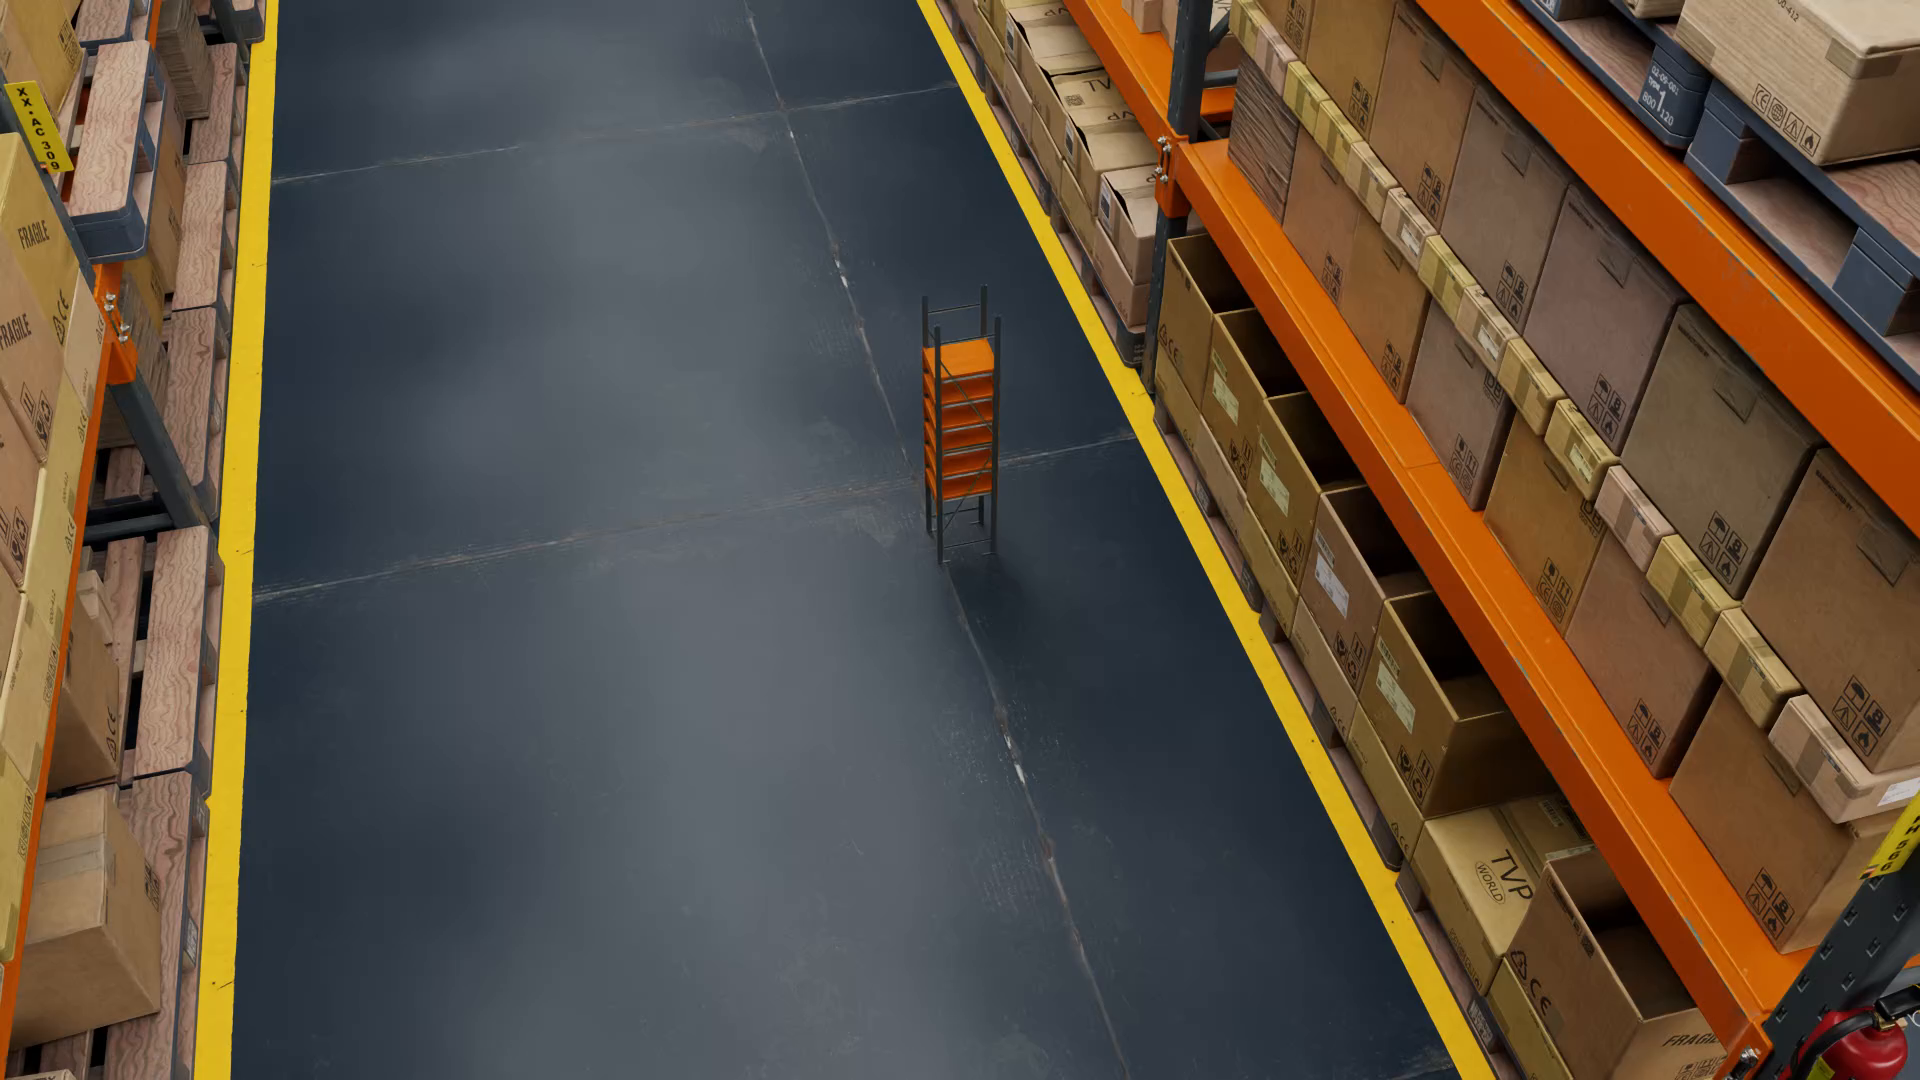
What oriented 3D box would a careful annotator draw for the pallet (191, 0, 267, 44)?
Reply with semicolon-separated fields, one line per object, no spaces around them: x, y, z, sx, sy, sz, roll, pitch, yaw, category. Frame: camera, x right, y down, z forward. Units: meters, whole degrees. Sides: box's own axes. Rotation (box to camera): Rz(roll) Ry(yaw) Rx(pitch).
-4.633;-3.258;9.795;1.003;0.211;1.213;-11;47;-10;pallet

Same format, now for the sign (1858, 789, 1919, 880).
1.803;0.541;3.143;0.100;0.325;0.005;-11;47;-10;sign

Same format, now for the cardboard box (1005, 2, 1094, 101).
0.537;-2.481;8.320;0.500;0.311;0.500;-11;47;-11;cardboard box

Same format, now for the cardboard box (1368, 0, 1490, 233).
1.685;-1.311;4.957;0.700;0.500;0.500;-11;47;-10;cardboard box

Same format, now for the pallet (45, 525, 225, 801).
-3.274;0.519;6.093;1.003;0.211;1.213;-11;47;-10;pallet

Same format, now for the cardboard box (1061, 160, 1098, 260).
0.793;-1.590;7.839;0.500;0.250;0.500;-11;47;-11;cardboard box

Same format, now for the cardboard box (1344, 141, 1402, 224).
1.451;-1.158;5.261;0.380;0.149;0.250;-12;47;-12;cardboard box

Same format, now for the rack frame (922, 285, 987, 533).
-0.020;-0.473;6.374;0.240;1.200;0.006;-11;47;-10;rack frame

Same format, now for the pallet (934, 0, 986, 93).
0.456;-3.032;9.574;1.003;0.211;1.213;-11;47;-10;pallet

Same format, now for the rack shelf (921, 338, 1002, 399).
0.004;-0.631;6.086;0.258;0.103;0.180;-11;47;-10;rack shelf

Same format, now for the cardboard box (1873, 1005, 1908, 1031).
2.409;1.344;4.964;0.500;0.250;0.500;-11;47;-10;cardboard box

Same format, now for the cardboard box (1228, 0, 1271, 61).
1.189;-1.863;5.952;0.380;0.149;0.250;-11;47;-10;cardboard box

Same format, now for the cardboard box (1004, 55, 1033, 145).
0.533;-2.294;8.529;0.500;0.250;0.500;-10;46;-10;cardboard box

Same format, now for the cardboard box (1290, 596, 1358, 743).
1.513;0.405;5.884;0.500;0.250;0.500;-11;47;-10;cardboard box

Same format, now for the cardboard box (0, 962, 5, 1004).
-2.421;1.142;3.621;0.500;0.250;0.500;-12;47;-12;cardboard box

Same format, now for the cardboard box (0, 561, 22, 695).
-2.675;0.191;4.028;0.500;0.500;0.500;-9;46;-9;cardboard box

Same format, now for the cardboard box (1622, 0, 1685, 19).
1.639;-1.406;3.598;0.500;0.311;0.500;-6;46;-6;cardboard box

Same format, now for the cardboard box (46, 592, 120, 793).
-3.176;0.516;5.586;0.500;0.500;0.500;-14;47;-13;cardboard box

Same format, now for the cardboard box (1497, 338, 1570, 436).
1.716;-0.445;4.562;0.380;0.149;0.250;-10;46;-9;cardboard box

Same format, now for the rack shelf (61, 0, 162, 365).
-3.992;-2.043;7.155;1.077;0.370;4.000;-11;47;-10;rack shelf

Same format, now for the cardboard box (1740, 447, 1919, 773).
2.211;0.089;3.584;0.700;0.500;0.500;-11;47;-10;cardboard box

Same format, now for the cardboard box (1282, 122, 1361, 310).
1.568;-1.189;5.745;0.700;0.500;0.500;-11;47;-11;cardboard box

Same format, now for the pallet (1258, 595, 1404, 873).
1.786;0.554;6.059;1.003;0.211;1.213;-11;47;-10;pallet

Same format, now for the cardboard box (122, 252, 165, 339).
-3.866;-1.046;7.117;0.700;0.500;0.500;-12;47;-11;cardboard box

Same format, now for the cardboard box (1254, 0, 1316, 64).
1.427;-2.006;5.637;0.700;0.500;0.500;-10;47;-10;cardboard box

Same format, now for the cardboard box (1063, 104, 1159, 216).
0.787;-1.788;7.641;0.500;0.311;0.500;-10;46;-9;cardboard box

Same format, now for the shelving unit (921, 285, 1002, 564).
0.004;-0.410;6.312;0.258;1.200;0.189;-11;47;-10;shelving unit

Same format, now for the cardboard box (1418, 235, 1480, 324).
1.589;-0.794;4.904;0.380;0.149;0.250;-11;47;-11;cardboard box

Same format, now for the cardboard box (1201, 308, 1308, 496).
1.259;-0.548;6.293;0.500;0.500;0.500;-11;47;-10;cardboard box

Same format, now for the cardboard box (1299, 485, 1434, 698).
1.509;0.143;5.615;0.500;0.500;0.500;-11;47;-10;cardboard box

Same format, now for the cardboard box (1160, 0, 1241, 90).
1.139;-2.102;6.814;0.500;0.250;0.500;-8;46;-8;cardboard box

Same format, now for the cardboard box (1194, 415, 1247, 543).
1.256;-0.285;6.560;0.500;0.250;0.500;-11;47;-10;cardboard box

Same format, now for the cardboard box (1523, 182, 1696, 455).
1.941;-0.621;4.280;0.700;0.500;0.500;-11;47;-10;cardboard box

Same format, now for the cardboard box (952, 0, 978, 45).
0.263;-3.006;9.227;0.500;0.250;0.500;-12;47;-11;cardboard box

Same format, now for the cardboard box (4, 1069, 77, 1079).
-2.692;1.747;4.512;0.500;0.311;0.500;-7;46;-7;cardboard box

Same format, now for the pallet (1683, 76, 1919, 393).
2.175;-0.572;3.172;1.003;0.211;1.213;-11;47;-10;pallet

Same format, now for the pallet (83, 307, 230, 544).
-3.681;-0.475;7.068;1.003;0.211;1.213;-11;47;-10;pallet

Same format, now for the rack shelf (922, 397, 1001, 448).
0.004;-0.463;6.258;0.258;0.103;0.180;-11;47;-10;rack shelf

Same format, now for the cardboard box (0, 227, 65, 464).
-2.927;-0.517;4.723;0.500;0.500;0.500;-11;47;-11;cardboard box

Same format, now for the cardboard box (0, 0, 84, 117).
-3.714;-1.848;6.082;0.700;0.500;0.500;-6;46;-6;cardboard box

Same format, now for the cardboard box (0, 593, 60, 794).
-2.673;0.440;4.309;0.500;0.250;0.500;-10;46;-10;cardboard box

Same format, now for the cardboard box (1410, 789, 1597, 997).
1.769;1.096;5.207;0.500;0.250;0.500;-11;47;-10;cardboard box

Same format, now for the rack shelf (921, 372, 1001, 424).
0.004;-0.547;6.172;0.258;0.103;0.180;-11;47;-10;rack shelf

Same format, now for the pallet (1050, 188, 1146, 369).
1.081;-1.348;7.923;1.003;0.211;1.213;-11;47;-10;pallet

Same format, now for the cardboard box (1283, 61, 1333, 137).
1.321;-1.512;5.607;0.380;0.149;0.250;-12;47;-11;cardboard box

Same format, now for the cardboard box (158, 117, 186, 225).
-4.096;-1.752;7.809;0.700;0.500;0.500;-11;47;-11;cardboard box

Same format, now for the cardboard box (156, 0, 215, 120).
-4.270;-2.467;8.510;0.700;0.500;0.500;-10;46;-10;cardboard box

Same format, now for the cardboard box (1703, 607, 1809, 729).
1.981;0.268;3.863;0.380;0.149;0.250;-10;46;-9;cardboard box

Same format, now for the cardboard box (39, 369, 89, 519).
-2.947;-0.251;4.987;0.500;0.250;0.500;-11;47;-10;cardboard box

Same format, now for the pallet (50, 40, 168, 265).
-3.535;-1.401;6.157;1.003;0.211;1.213;-11;47;-10;pallet

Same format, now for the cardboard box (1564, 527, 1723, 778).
2.085;0.218;4.366;0.700;0.500;0.500;-10;46;-9;cardboard box

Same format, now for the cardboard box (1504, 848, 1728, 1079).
1.906;1.177;4.603;0.500;0.500;0.500;-11;47;-10;cardboard box

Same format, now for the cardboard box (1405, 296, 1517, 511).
1.825;-0.488;5.058;0.700;0.500;0.500;-9;46;-9;cardboard box

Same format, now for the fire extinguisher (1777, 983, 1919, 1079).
1.912;1.133;3.593;0.296;0.674;0.183;-11;47;-10;fire extinguisher

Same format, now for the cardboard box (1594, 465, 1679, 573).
1.853;-0.083;4.206;0.380;0.149;0.250;-10;46;-10;cardboard box

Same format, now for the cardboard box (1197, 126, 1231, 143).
1.319;-1.880;7.731;0.500;0.311;0.500;-11;47;-11;cardboard box

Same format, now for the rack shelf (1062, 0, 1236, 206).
0.795;-2.951;8.046;1.077;0.370;4.000;-11;47;-10;rack shelf

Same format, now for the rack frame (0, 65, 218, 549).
-3.480;-0.914;5.545;1.000;3.000;0.127;-11;47;-10;rack frame
